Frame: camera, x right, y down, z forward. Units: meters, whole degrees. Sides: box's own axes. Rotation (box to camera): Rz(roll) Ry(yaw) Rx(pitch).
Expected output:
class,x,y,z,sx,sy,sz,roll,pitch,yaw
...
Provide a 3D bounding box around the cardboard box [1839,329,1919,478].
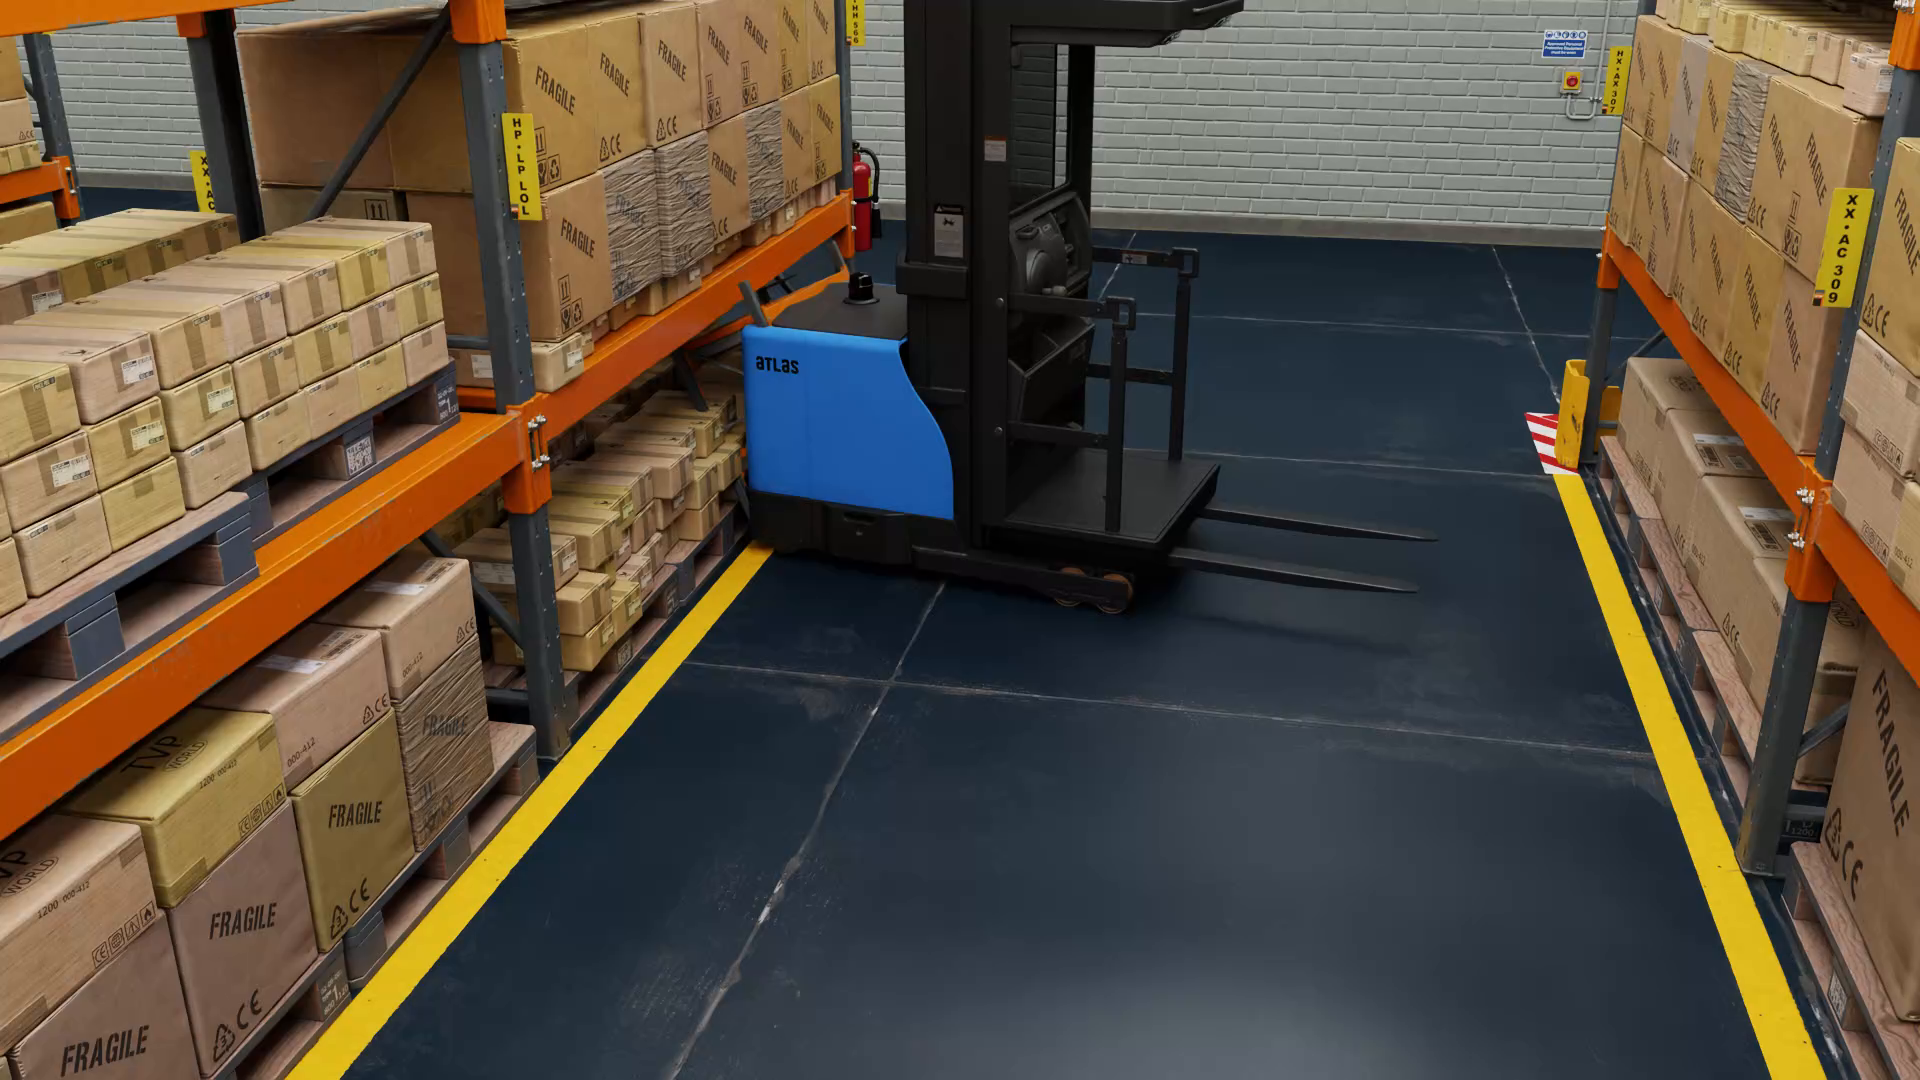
class,x,y,z,sx,sy,sz,roll,pitch,yaw
cardboard box,2.598,-0.343,4.221,0.500,0.250,0.500,4,22,9

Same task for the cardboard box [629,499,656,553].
class,x,y,z,sx,sy,sz,roll,pitch,yaw
cardboard box,-1.479,-0.068,6.864,0.380,0.149,0.250,3,22,8

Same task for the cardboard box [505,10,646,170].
class,x,y,z,sx,sy,sz,roll,pitch,yaw
cardboard box,-1.481,-1.645,6.053,0.500,0.500,0.500,4,22,9

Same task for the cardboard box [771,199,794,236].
class,x,y,z,sx,sy,sz,roll,pitch,yaw
cardboard box,-1.029,-1.590,8.122,0.380,0.149,0.250,5,22,12

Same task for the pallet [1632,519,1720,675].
class,x,y,z,sx,sy,sz,roll,pitch,yaw
pallet,3.442,0.254,6.940,1.003,0.211,1.213,4,22,11

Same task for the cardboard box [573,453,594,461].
class,x,y,z,sx,sy,sz,roll,pitch,yaw
cardboard box,-1.815,-0.284,7.401,0.380,0.149,0.250,3,22,8

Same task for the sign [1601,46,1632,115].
class,x,y,z,sx,sy,sz,roll,pitch,yaw
sign,3.238,-2.265,8.198,0.100,0.325,0.005,4,22,11

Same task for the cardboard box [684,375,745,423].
class,x,y,z,sx,sy,sz,roll,pitch,yaw
cardboard box,-1.098,-0.674,7.970,0.380,0.149,0.250,5,23,13

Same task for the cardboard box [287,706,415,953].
class,x,y,z,sx,sy,sz,roll,pitch,yaw
cardboard box,-1.912,0.782,4.680,0.500,0.500,0.500,4,22,10

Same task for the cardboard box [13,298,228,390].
class,x,y,z,sx,sy,sz,roll,pitch,yaw
cardboard box,-2.009,-0.474,3.994,0.380,0.149,0.250,4,22,9

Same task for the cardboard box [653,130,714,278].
class,x,y,z,sx,sy,sz,roll,pitch,yaw
cardboard box,-1.323,-1.369,6.706,0.500,0.500,0.500,4,22,10

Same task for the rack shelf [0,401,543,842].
class,x,y,z,sx,sy,sz,roll,pitch,yaw
rack shelf,-2.311,0.405,3.796,1.077,0.370,4.000,4,22,11

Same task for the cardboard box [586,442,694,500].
class,x,y,z,sx,sy,sz,roll,pitch,yaw
cardboard box,-1.349,-0.295,7.029,0.380,0.149,0.250,5,22,12

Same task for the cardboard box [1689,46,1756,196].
class,x,y,z,sx,sy,sz,roll,pitch,yaw
cardboard box,3.106,-1.578,6.284,0.500,0.500,0.500,5,22,11

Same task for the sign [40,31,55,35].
class,x,y,z,sx,sy,sz,roll,pitch,yaw
sign,-5.393,-3.139,9.764,0.100,0.325,0.005,4,22,11

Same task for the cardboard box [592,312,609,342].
class,x,y,z,sx,sy,sz,roll,pitch,yaw
cardboard box,-1.542,-0.824,6.220,0.380,0.149,0.250,3,22,9

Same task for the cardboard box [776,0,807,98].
class,x,y,z,sx,sy,sz,roll,pitch,yaw
cardboard box,-1.040,-2.399,7.926,0.500,0.500,0.500,4,22,9

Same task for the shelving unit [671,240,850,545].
class,x,y,z,sx,sy,sz,roll,pitch,yaw
shelving unit,-0.768,-0.727,7.933,0.538,1.125,1.048,-19,12,24

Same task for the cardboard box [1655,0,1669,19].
class,x,y,z,sx,sy,sz,roll,pitch,yaw
cardboard box,3.437,-2.485,7.668,0.380,0.149,0.250,5,22,12

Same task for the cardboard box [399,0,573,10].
class,x,y,z,sx,sy,sz,roll,pitch,yaw
cardboard box,-1.853,-1.876,6.627,0.500,0.500,0.500,5,22,12

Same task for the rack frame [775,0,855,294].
class,x,y,z,sx,sy,sz,roll,pitch,yaw
rack frame,-1.086,-2.123,9.110,1.000,3.000,0.127,4,22,11

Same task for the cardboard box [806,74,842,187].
class,x,y,z,sx,sy,sz,roll,pitch,yaw
cardboard box,-0.926,-2.123,8.579,0.500,0.500,0.500,5,22,12

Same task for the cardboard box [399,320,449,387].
class,x,y,z,sx,sy,sz,roll,pitch,yaw
cardboard box,-1.790,-0.578,5.048,0.380,0.149,0.250,4,22,10

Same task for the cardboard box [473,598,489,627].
class,x,y,z,sx,sy,sz,roll,pitch,yaw
cardboard box,-2.021,0.210,6.572,0.380,0.149,0.250,5,22,12

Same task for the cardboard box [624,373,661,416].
class,x,y,z,sx,sy,sz,roll,pitch,yaw
cardboard box,-1.677,-0.715,8.073,0.380,0.149,0.250,5,23,13

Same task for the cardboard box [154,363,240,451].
class,x,y,z,sx,sy,sz,roll,pitch,yaw
cardboard box,-2.002,-0.333,4.042,0.380,0.149,0.250,3,22,8

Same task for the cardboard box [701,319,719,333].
class,x,y,z,sx,sy,sz,roll,pitch,yaw
cardboard box,-1.526,-1.106,9.041,0.380,0.149,0.250,3,22,8

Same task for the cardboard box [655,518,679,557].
class,x,y,z,sx,sy,sz,roll,pitch,yaw
cardboard box,-1.436,-0.031,7.169,0.380,0.149,0.250,4,22,9

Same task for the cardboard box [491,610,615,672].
class,x,y,z,sx,sy,sz,roll,pitch,yaw
cardboard box,-1.514,0.359,6.201,0.380,0.149,0.250,3,22,9

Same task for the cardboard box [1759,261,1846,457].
class,x,y,z,sx,sy,sz,roll,pitch,yaw
cardboard box,2.808,-0.555,5.083,0.500,0.500,0.500,5,22,11

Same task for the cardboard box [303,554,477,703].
class,x,y,z,sx,sy,sz,roll,pitch,yaw
cardboard box,-1.807,0.248,5.001,0.500,0.250,0.500,4,22,9

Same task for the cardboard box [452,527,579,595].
class,x,y,z,sx,sy,sz,roll,pitch,yaw
cardboard box,-1.630,0.081,6.094,0.380,0.149,0.250,5,23,13

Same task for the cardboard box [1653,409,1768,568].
class,x,y,z,sx,sy,sz,roll,pitch,yaw
cardboard box,3.565,-0.205,7.214,0.875,0.438,0.875,5,22,12

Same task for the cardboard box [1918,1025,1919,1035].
class,x,y,z,sx,sy,sz,roll,pitch,yaw
cardboard box,2.739,1.035,3.551,0.875,0.875,0.875,5,22,12

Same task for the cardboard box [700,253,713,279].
class,x,y,z,sx,sy,sz,roll,pitch,yaw
cardboard box,-1.294,-1.209,7.177,0.380,0.149,0.250,5,23,13

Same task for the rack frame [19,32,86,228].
class,x,y,z,sx,sy,sz,roll,pitch,yaw
rack frame,-5.921,-2.538,10.140,1.000,3.000,0.127,4,22,11

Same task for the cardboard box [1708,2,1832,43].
class,x,y,z,sx,sy,sz,roll,pitch,yaw
cardboard box,3.157,-2.012,6.493,0.380,0.149,0.250,5,22,11

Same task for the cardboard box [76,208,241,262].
class,x,y,z,sx,sy,sz,roll,pitch,yaw
cardboard box,-2.433,-0.905,5.064,0.380,0.149,0.250,6,23,14

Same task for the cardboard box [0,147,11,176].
class,x,y,z,sx,sy,sz,roll,pitch,yaw
cardboard box,-5.723,-2.171,9.565,0.380,0.149,0.250,5,22,11

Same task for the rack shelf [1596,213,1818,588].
class,x,y,z,sx,sy,sz,roll,pitch,yaw
rack shelf,3.372,-0.717,6.583,1.077,0.370,4.000,4,22,11

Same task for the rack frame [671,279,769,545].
class,x,y,z,sx,sy,sz,roll,pitch,yaw
rack frame,-0.925,-0.560,7.479,0.500,1.125,0.032,-19,12,24

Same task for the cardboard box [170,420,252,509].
class,x,y,z,sx,sy,sz,roll,pitch,yaw
cardboard box,-1.998,-0.198,4.104,0.380,0.149,0.250,3,22,9

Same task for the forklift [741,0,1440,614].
class,x,y,z,sx,sy,sz,roll,pitch,yaw
forklift,0.581,-1.271,7.086,3.031,2.935,1.130,9,24,20

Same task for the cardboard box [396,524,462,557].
class,x,y,z,sx,sy,sz,roll,pitch,yaw
cardboard box,-2.085,0.042,6.193,0.380,0.149,0.250,5,22,12

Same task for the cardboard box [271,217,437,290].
class,x,y,z,sx,sy,sz,roll,pitch,yaw
cardboard box,-1.793,-0.853,4.933,0.380,0.149,0.250,5,23,13

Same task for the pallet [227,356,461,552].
class,x,y,z,sx,sy,sz,roll,pitch,yaw
pallet,-2.201,-0.303,4.847,1.003,0.211,1.213,4,22,11

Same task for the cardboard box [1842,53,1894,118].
class,x,y,z,sx,sy,sz,roll,pitch,yaw
cardboard box,2.715,-1.268,4.645,0.380,0.149,0.250,4,22,10

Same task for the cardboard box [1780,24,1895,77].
class,x,y,z,sx,sy,sz,roll,pitch,yaw
cardboard box,2.986,-1.634,5.556,0.380,0.149,0.250,4,22,11

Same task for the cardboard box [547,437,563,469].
class,x,y,z,sx,sy,sz,roll,pitch,yaw
cardboard box,-1.934,-0.341,7.144,0.380,0.149,0.250,3,22,8

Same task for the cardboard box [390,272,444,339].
class,x,y,z,sx,sy,sz,roll,pitch,yaw
cardboard box,-1.791,-0.716,4.991,0.380,0.149,0.250,5,23,13

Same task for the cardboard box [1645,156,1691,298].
class,x,y,z,sx,sy,sz,roll,pitch,yaw
cardboard box,3.204,-1.303,6.941,0.500,0.500,0.500,4,22,11

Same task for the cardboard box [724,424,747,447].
class,x,y,z,sx,sy,sz,roll,pitch,yaw
cardboard box,-1.183,-0.446,7.801,0.380,0.149,0.250,6,23,14

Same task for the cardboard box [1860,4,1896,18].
class,x,y,z,sx,sy,sz,roll,pitch,yaw
cardboard box,3.696,-1.976,6.405,0.380,0.149,0.250,5,22,12
